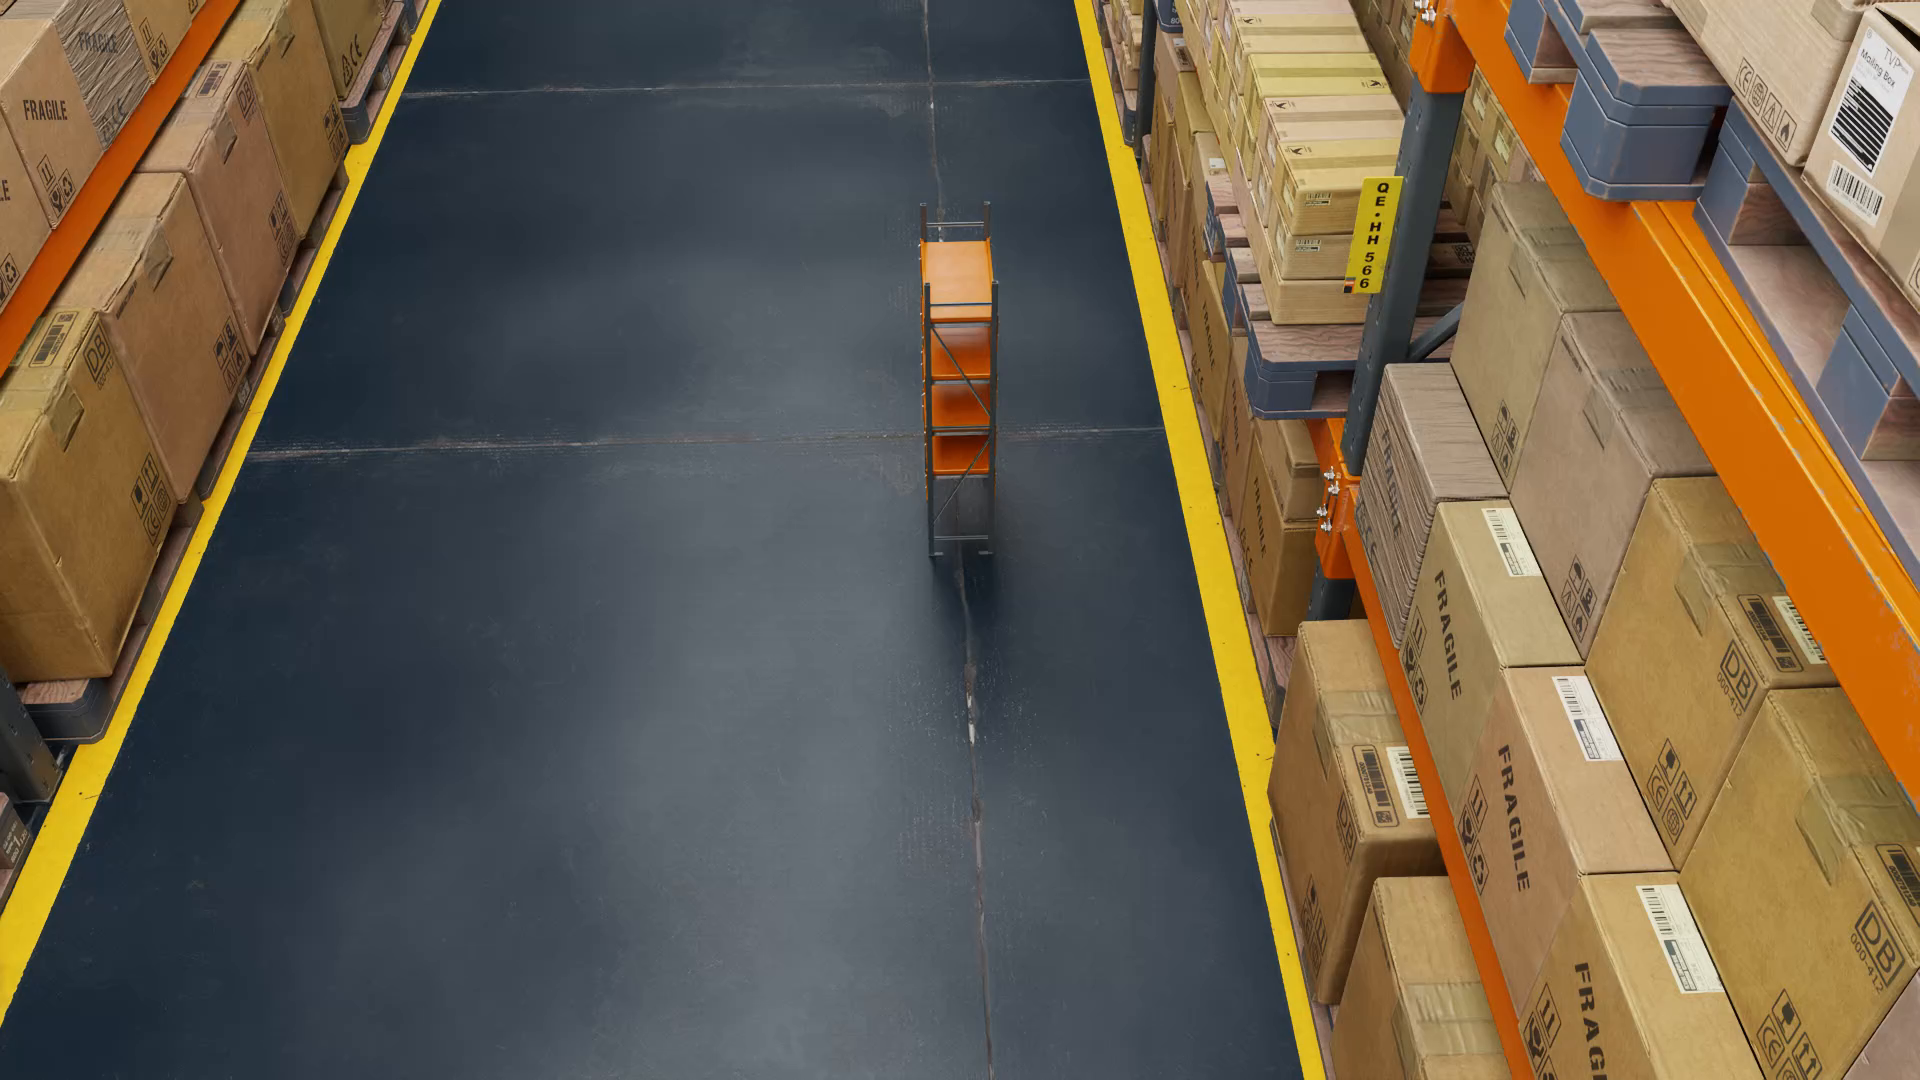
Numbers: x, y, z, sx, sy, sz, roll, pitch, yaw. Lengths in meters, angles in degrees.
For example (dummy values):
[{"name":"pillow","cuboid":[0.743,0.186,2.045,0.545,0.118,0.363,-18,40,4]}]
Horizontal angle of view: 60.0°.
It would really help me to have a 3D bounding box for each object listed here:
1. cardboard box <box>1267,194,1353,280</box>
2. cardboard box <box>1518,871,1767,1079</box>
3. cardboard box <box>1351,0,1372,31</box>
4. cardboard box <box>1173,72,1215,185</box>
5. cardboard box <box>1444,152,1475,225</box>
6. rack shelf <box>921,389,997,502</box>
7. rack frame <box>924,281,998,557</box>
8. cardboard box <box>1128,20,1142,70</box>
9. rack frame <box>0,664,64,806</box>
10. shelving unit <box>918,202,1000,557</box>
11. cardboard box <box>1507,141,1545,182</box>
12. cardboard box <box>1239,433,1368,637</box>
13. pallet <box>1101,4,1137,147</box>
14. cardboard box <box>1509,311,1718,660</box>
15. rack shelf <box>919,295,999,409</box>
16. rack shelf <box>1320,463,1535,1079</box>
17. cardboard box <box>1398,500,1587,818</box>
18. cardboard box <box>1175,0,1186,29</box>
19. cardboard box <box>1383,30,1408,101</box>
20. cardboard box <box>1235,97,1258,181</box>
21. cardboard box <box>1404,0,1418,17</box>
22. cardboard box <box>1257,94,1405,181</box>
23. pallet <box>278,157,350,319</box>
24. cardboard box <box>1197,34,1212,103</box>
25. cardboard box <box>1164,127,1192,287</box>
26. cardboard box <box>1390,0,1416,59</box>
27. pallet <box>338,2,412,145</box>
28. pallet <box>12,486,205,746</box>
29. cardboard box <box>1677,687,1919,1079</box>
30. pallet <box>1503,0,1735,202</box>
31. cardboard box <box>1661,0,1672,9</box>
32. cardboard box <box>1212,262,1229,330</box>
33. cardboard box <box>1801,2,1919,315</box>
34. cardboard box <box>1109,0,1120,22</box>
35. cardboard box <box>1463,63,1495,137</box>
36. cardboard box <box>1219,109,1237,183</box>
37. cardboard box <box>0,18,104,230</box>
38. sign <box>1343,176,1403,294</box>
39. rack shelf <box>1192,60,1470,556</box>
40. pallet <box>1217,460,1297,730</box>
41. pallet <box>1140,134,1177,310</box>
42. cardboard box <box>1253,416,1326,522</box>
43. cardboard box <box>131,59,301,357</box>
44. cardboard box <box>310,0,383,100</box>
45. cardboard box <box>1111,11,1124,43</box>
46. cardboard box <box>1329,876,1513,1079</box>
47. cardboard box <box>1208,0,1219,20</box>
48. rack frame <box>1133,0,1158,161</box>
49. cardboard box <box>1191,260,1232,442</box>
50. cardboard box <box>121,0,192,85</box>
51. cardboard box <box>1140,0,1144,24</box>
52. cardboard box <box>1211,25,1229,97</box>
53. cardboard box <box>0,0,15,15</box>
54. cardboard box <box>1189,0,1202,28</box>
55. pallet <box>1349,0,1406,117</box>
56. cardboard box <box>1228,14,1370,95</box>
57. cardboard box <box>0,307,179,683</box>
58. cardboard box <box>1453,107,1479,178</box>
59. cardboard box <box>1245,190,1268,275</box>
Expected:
[{"name":"cardboard box","cuboid":[1.069,-0.853,4.616,0.380,0.149,0.250,-1,43,-1]},{"name":"cardboard box","cuboid":[1.359,0.933,2.938,0.500,0.500,0.500,-2,43,-2]},{"name":"cardboard box","cuboid":[1.649,-1.981,6.067,0.380,0.149,0.250,0,43,0]},{"name":"cardboard box","cuboid":[1.168,-1.705,6.874,0.500,0.250,0.500,-1,43,-1]},{"name":"cardboard box","cuboid":[1.705,-1.094,5.099,0.380,0.149,0.250,0,43,0]},{"name":"rack shelf","cuboid":[-0.007,-0.358,6.146,0.258,0.148,0.480,-2,43,-2]},{"name":"rack frame","cuboid":[0.003,-0.389,5.787,0.240,1.200,0.015,-2,43,-2]},{"name":"cardboard box","cuboid":[1.044,-2.478,8.312,0.380,0.149,0.250,-1,43,-1]},{"name":"rack frame","cuboid":[-3.414,-0.286,4.343,1.000,3.000,0.127,-2,43,-2]},{"name":"shelving unit","cuboid":[-0.007,-0.554,5.966,0.258,1.200,0.503,-2,43,-2]},{"name":"cardboard box","cuboid":[1.719,-0.963,4.515,0.380,0.149,0.250,-2,43,-2]},{"name":"cardboard box","cuboid":[1.256,-0.031,5.603,0.500,0.500,0.500,-2,43,-2]},{"name":"pallet","cuboid":[1.312,-2.485,8.805,1.003,0.211,1.213,-2,43,-2]},{"name":"cardboard box","cuboid":[1.577,-0.121,3.348,0.700,0.500,0.500,-2,43,-2]},{"name":"rack shelf","cuboid":[-0.007,-0.669,5.861,0.258,0.148,0.480,-2,43,-2]},{"name":"rack shelf","cuboid":[1.630,1.255,3.193,1.077,0.370,4.000,-2,43,-2]},{"name":"cardboard box","cuboid":[1.319,0.257,3.676,0.500,0.500,0.500,-2,43,-2]},{"name":"cardboard box","cuboid":[0.993,-1.963,6.046,0.380,0.149,0.250,-2,43,-3]},{"name":"cardboard box","cuboid":[1.670,-1.626,5.679,0.380,0.149,0.250,-1,43,-1]},{"name":"cardboard box","cuboid":[1.043,-1.211,5.006,0.380,0.149,0.250,-1,43,-1]},{"name":"cardboard box","cuboid":[1.662,-1.847,5.480,0.380,0.149,0.250,0,43,0]},{"name":"cardboard box","cuboid":[1.058,-1.129,4.697,0.380,0.149,0.250,-2,43,-2]},{"name":"pallet","cuboid":[-3.476,-1.440,7.665,1.003,0.211,1.213,-2,43,-2]},{"name":"cardboard box","cuboid":[1.016,-1.609,5.660,0.380,0.149,0.250,0,43,0]},{"name":"cardboard box","cuboid":[1.166,-1.431,7.130,0.500,0.500,0.500,0,43,0]},{"name":"cardboard box","cuboid":[1.669,-1.734,5.577,0.380,0.149,0.250,-2,43,-2]},{"name":"pallet","cuboid":[-3.538,-2.474,8.793,1.003,0.211,1.213,-2,43,-2]},{"name":"pallet","cuboid":[-3.373,0.207,5.868,1.003,0.211,1.213,-2,43,-2]},{"name":"cardboard box","cuboid":[1.623,0.570,2.594,0.700,0.500,0.500,-2,43,-2]},{"name":"pallet","cuboid":[1.626,-0.964,3.001,1.213,0.211,1.003,0,43,0]},{"name":"cardboard box","cuboid":[1.356,-1.130,2.724,0.500,0.311,0.500,-2,43,-2]},{"name":"cardboard box","cuboid":[1.216,-1.009,6.115,0.500,0.250,0.500,-1,43,-1]},{"name":"cardboard box","cuboid":[1.399,-0.445,1.977,0.500,0.311,0.500,-2,43,-3]},{"name":"cardboard box","cuboid":[0.992,-2.841,8.708,0.380,0.149,0.250,-3,43,-3]},{"name":"cardboard box","cuboid":[1.699,-1.307,4.890,0.380,0.149,0.250,-2,43,-2]},{"name":"cardboard box","cuboid":[1.038,-1.252,5.271,0.380,0.149,0.250,-2,43,-2]},{"name":"cardboard box","cuboid":[-3.213,-1.353,5.432,0.500,0.500,0.500,-2,43,-3]},{"name":"sign","cuboid":[1.004,-0.736,4.035,0.100,0.325,0.005,-2,43,-2]},{"name":"rack shelf","cuboid":[1.460,-1.446,6.140,1.077,0.370,4.000,-2,43,-2]},{"name":"pallet","cuboid":[1.514,0.140,5.941,1.003,0.211,1.213,-2,43,-2]},{"name":"pallet","cuboid":[1.410,-1.507,7.738,1.003,0.211,1.213,-2,43,-2]},{"name":"cardboard box","cuboid":[1.254,-0.325,5.368,0.500,0.250,0.500,-3,43,-3]},{"name":"cardboard box","cuboid":[-3.498,-1.324,6.736,1.225,0.875,0.875,-3,43,-3]},{"name":"cardboard box","cuboid":[-3.532,-2.806,8.353,0.875,0.875,0.875,-2,43,-2]},{"name":"cardboard box","cuboid":[1.015,-2.774,8.856,0.380,0.149,0.250,-3,43,-3]},{"name":"cardboard box","cuboid":[1.522,1.318,3.947,1.050,0.750,0.750,-1,43,-1]},{"name":"cardboard box","cuboid":[1.014,-1.833,5.464,0.380,0.149,0.250,0,43,0]},{"name":"rack frame","cuboid":[1.375,-3.061,7.369,1.000,3.000,0.127,-2,43,-2]},{"name":"cardboard box","cuboid":[1.199,-0.738,6.374,0.500,0.500,0.500,-3,43,-4]},{"name":"cardboard box","cuboid":[-3.248,-2.029,6.170,0.500,0.500,0.500,-2,43,-2]},{"name":"cardboard box","cuboid":[1.100,-2.617,8.244,0.380,0.149,0.250,-1,43,-1]},{"name":"cardboard box","cuboid":[1.024,-1.548,5.373,0.380,0.149,0.250,-2,43,-2]},{"name":"cardboard box","cuboid":[-3.489,-2.080,5.483,0.797,0.503,0.637,0,43,0]},{"name":"cardboard box","cuboid":[1.001,-1.898,5.756,0.380,0.149,0.250,-2,43,-3]},{"name":"pallet","cuboid":[1.420,-1.625,5.945,1.003,0.211,1.213,-2,43,-2]},{"name":"cardboard box","cuboid":[1.032,-1.486,5.087,0.380,0.149,0.250,0,43,-1]},{"name":"cardboard box","cuboid":[-3.423,-0.124,5.428,1.225,0.875,0.875,-3,43,-4]},{"name":"cardboard box","cuboid":[1.697,-1.228,5.024,0.380,0.149,0.250,-3,43,-3]},{"name":"cardboard box","cuboid":[1.056,-0.910,4.898,0.380,0.149,0.250,-2,43,-2]}]
